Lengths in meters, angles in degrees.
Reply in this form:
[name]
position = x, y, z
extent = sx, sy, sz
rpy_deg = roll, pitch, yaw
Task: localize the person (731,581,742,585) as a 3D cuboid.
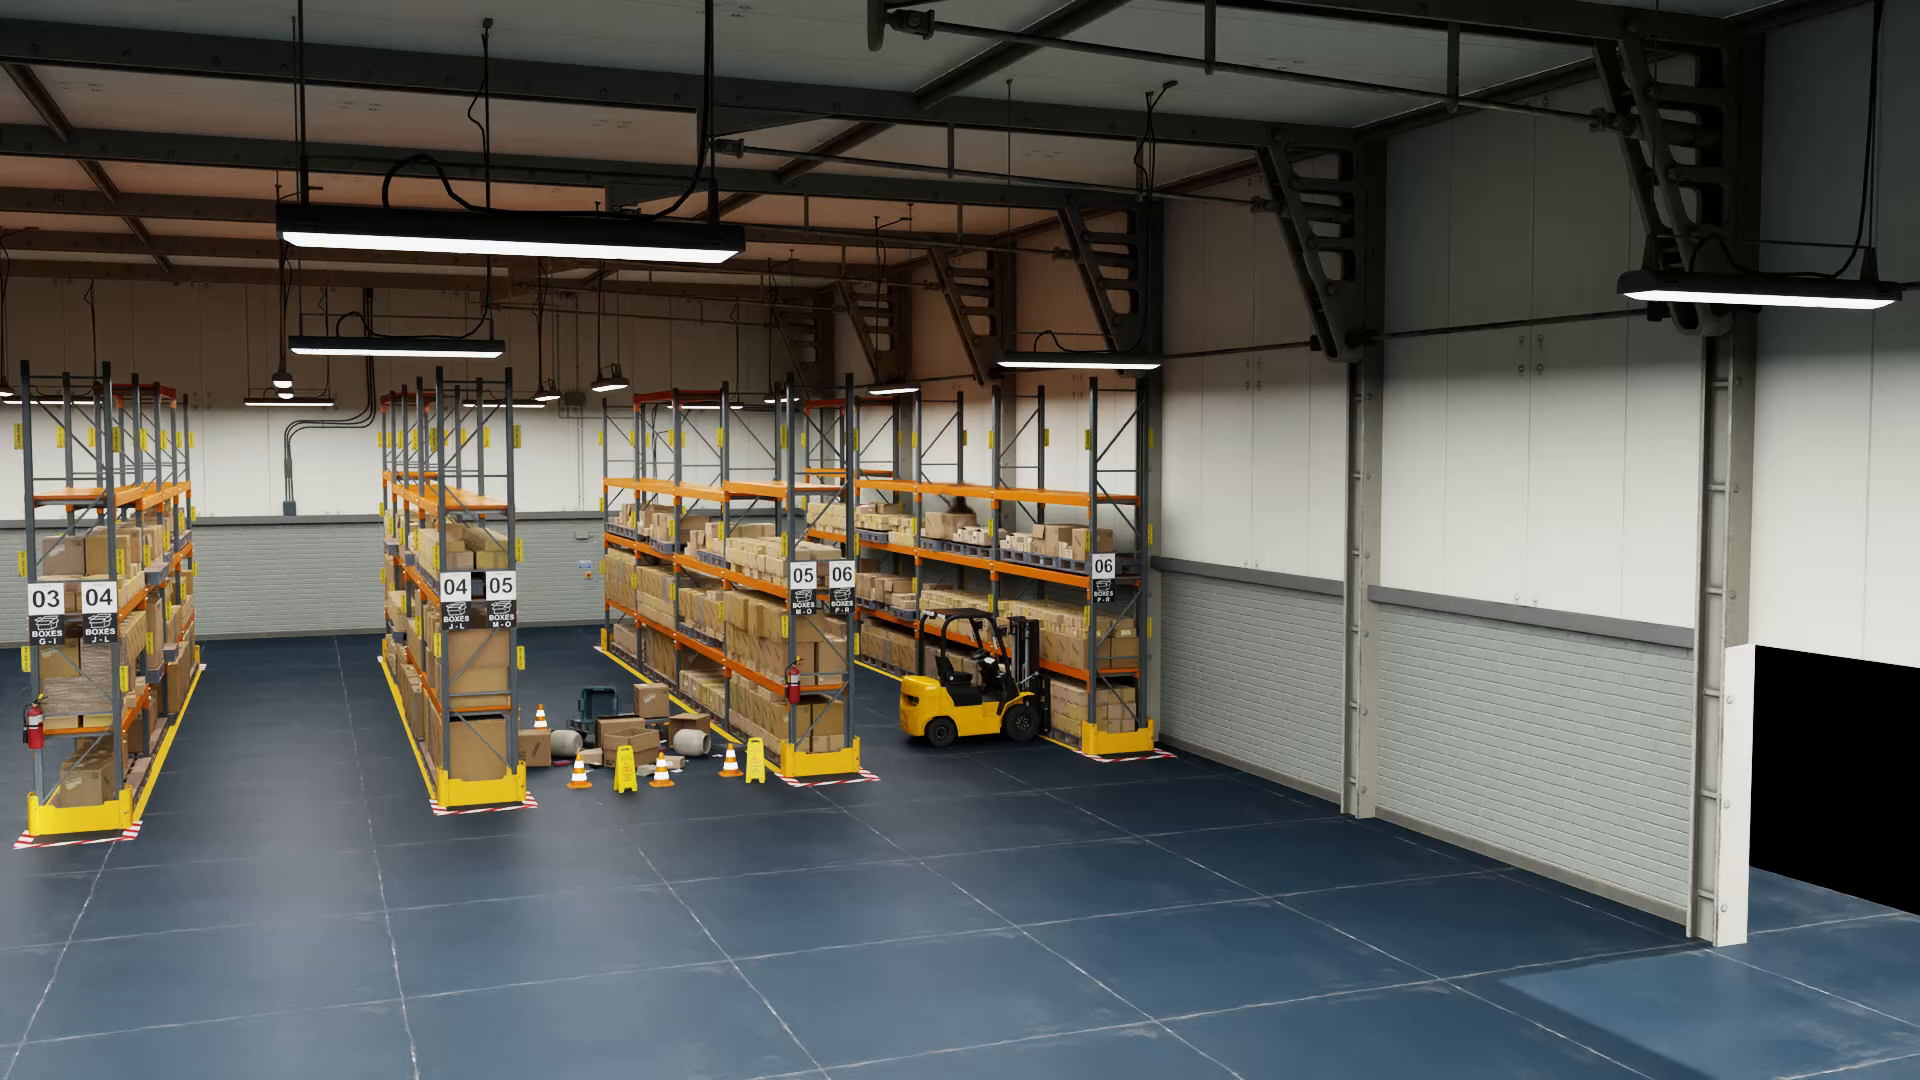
[person]
position = -5.548, 1.683, 40.640
extent = 0.610, 1.819, 0.465
rpy_deg = 1, 4, 23
